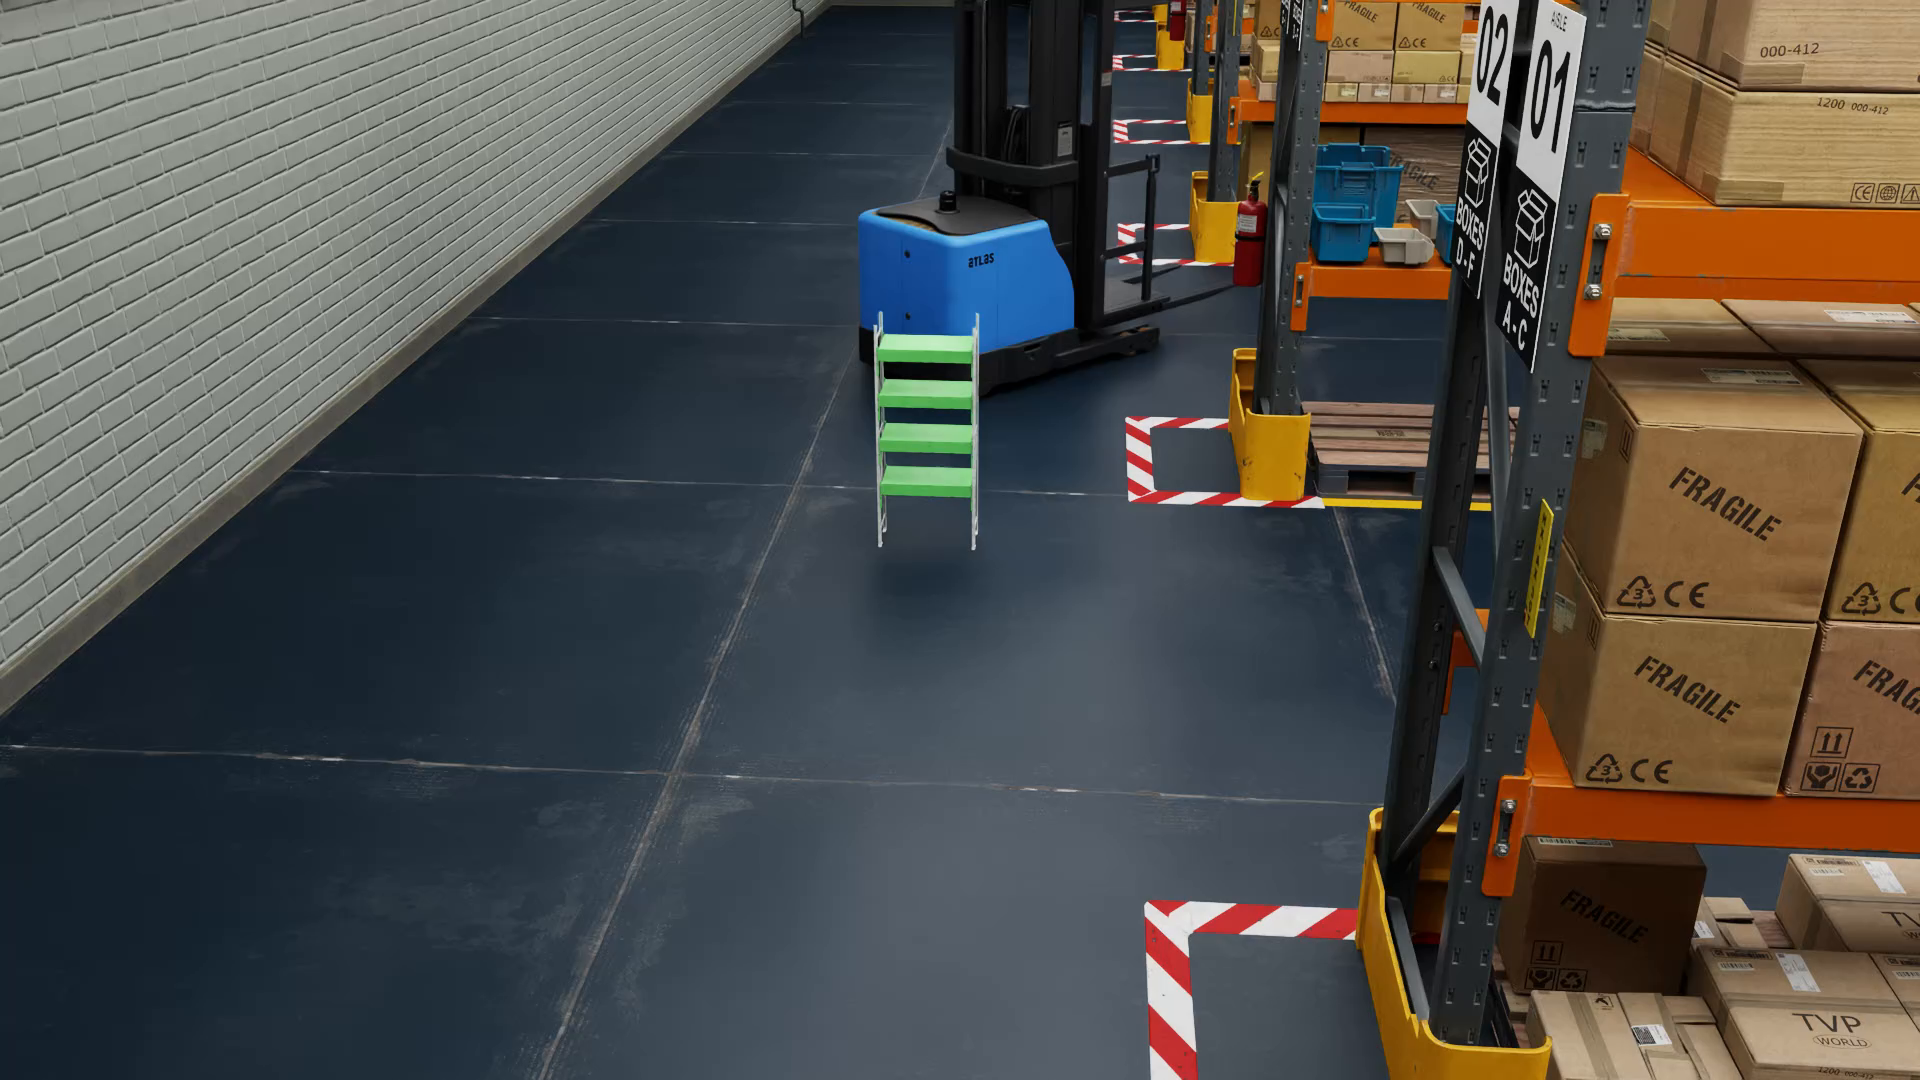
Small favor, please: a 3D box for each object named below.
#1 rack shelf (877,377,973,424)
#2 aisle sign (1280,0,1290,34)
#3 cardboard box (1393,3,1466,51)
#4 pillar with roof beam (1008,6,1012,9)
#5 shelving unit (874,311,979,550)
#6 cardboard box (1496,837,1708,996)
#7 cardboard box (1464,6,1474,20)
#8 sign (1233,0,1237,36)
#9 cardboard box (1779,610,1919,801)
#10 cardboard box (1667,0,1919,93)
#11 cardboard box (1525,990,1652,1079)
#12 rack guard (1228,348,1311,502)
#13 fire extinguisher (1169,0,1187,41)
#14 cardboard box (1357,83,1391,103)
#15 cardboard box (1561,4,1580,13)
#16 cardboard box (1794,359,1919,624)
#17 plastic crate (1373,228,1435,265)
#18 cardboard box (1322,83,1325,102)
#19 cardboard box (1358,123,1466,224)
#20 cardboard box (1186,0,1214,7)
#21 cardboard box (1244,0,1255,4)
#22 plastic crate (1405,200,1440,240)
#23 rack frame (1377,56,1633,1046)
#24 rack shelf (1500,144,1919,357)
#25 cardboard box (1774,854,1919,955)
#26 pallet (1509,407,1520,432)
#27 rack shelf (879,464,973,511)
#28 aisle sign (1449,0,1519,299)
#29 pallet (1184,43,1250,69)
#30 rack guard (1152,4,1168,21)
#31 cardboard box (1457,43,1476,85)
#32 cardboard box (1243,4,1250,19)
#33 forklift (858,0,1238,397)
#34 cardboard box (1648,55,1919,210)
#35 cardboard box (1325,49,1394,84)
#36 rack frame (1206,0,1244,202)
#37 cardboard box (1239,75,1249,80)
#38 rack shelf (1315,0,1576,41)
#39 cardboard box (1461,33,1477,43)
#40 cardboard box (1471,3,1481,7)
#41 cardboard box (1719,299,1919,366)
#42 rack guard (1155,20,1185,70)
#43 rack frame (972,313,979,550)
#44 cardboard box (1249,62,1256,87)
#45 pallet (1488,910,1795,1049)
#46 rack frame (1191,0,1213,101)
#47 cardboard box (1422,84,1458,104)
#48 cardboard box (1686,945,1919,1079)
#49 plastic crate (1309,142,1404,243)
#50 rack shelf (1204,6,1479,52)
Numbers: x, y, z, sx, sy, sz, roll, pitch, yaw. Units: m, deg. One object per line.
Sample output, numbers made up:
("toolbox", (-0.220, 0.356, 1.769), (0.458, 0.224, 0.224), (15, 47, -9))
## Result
("rack shelf", (-0.165, -0.710, 8.437), (0.480, 0.148, 0.258), (2, 25, 4))
("aisle sign", (1.756, -3.133, 8.861), (0.004, 0.787, 0.394), (2, 25, 4))
("cardboard box", (3.658, -4.142, 13.090), (0.500, 0.500, 0.500), (1, 25, 3))
("pillar with roof beam", (0.371, -11.485, 22.944), (0.400, 9.000, 9.100), (2, 25, 4))
("shelving unit", (-0.165, -0.550, 8.511), (0.503, 1.200, 0.258), (2, 25, 4))
("cardboard box", (1.984, 1.087, 5.264), (0.500, 0.500, 0.500), (2, 25, 4))
("cardboard box", (5.295, -5.637, 17.712), (0.250, 0.149, 0.380), (1, 25, 2))
("sign", (2.136, -4.091, 12.921), (0.005, 0.325, 0.100), (2, 25, 4))
("cardboard box", (2.360, 0.329, 4.326), (0.500, 0.500, 0.500), (2, 25, 3))
("cardboard box", (1.915, -1.160, 3.676), (0.500, 0.250, 0.500), (2, 25, 4))
("cardboard box", (1.814, 1.488, 4.812), (0.250, 0.149, 0.380), (2, 25, 4))
("rack guard", (1.781, -0.688, 9.647), (0.348, 0.500, 1.175), (2, 25, 4))
("fire extinguisher", (2.449, -5.952, 18.636), (0.183, 0.674, 0.296), (2, 25, 4))
("cardboard box", (3.285, -3.606, 13.299), (0.250, 0.149, 0.380), (1, 25, 3))
("cardboard box", (4.705, -4.328, 13.493), (0.500, 0.500, 0.500), (1, 25, 2))
("cardboard box", (2.367, -0.126, 4.119), (0.500, 0.500, 0.500), (2, 25, 5))
("plastic crate", (2.340, -1.546, 8.764), (0.298, 0.136, 0.250), (2, 25, 4))
("cardboard box", (2.769, -3.622, 13.333), (0.250, 0.149, 0.380), (1, 25, 3))
("cardboard box", (3.736, -3.102, 13.942), (0.875, 0.875, 0.875), (2, 25, 4))
("cardboard box", (3.922, -9.089, 27.399), (0.637, 0.503, 0.797), (1, 25, 2))
("cardboard box", (3.092, -6.007, 17.742), (0.500, 0.500, 0.500), (3, 25, 6))
("plastic crate", (2.632, -1.785, 9.284), (0.243, 0.136, 0.396), (2, 25, 4))
("rack frame", (1.423, 0.236, 4.648), (0.127, 3.000, 1.000), (2, 25, 4))
("rack shelf", (3.417, -0.736, 4.032), (4.000, 0.370, 1.077), (2, 25, 4))
("cardboard box", (2.928, 1.243, 5.223), (0.500, 0.250, 0.500), (2, 25, 4))
("pallet", (3.838, -0.479, 9.538), (1.213, 0.211, 1.003), (2, 25, 4))
("rack shelf", (-0.165, -0.274, 8.638), (0.480, 0.148, 0.258), (2, 25, 4))
("aisle sign", (1.378, -1.075, 4.387), (0.004, 0.787, 0.394), (2, 25, 4))
("pallet", (3.747, -6.763, 23.195), (1.213, 0.211, 1.003), (2, 25, 4))
("rack guard", (3.395, -8.954, 27.610), (0.348, 0.500, 1.175), (2, 25, 4))
("cardboard box", (4.183, -3.786, 13.212), (0.500, 0.250, 0.500), (1, 25, 3))
("cardboard box", (2.963, -5.695, 17.839), (0.250, 0.149, 0.380), (2, 25, 4))
("forklift", (0.762, -2.748, 11.217), (3.031, 2.935, 1.130), (-20, 31, -37))
("cardboard box", (1.915, -0.936, 3.786), (0.500, 0.250, 0.500), (2, 25, 4))
("cardboard box", (3.161, -3.818, 13.282), (0.500, 0.250, 0.500), (2, 25, 3))
("rack frame", (2.185, -3.892, 13.621), (0.127, 3.000, 1.000), (2, 25, 4))
("cardboard box", (3.162, -4.964, 18.146), (0.250, 0.149, 0.380), (1, 25, 2))
("rack shelf", (3.800, -2.800, 8.519), (4.000, 0.370, 1.077), (2, 25, 4))
("cardboard box", (4.221, -4.007, 13.693), (0.500, 0.250, 0.500), (2, 25, 4))
("cardboard box", (5.632, -5.924, 17.560), (0.500, 0.500, 0.500), (1, 25, 3))
("cardboard box", (2.391, -0.348, 4.602), (0.500, 0.500, 0.500), (3, 25, 5))
("rack guard", (2.919, -6.888, 23.121), (0.348, 0.500, 1.175), (2, 25, 4))
("rack frame", (0.078, -0.543, 8.494), (0.015, 1.200, 0.240), (2, 25, 4))
("cardboard box", (2.565, -3.904, 13.947), (0.250, 0.149, 0.380), (2, 25, 5))
("pallet", (2.293, 1.531, 5.171), (1.213, 0.211, 1.003), (2, 25, 4))
("rack frame", (2.665, -5.956, 18.106), (0.127, 3.000, 1.000), (2, 25, 4))
("cardboard box", (3.796, -3.589, 13.262), (0.250, 0.149, 0.380), (2, 25, 3))
("cardboard box", (2.441, 1.437, 4.801), (0.500, 0.250, 0.500), (2, 25, 4))
("plastic crate", (2.154, -1.939, 9.260), (0.499, 0.435, 0.616), (2, 25, 4))
("rack shelf", (4.659, -5.566, 18.118), (4.000, 0.370, 1.077), (2, 25, 4))
